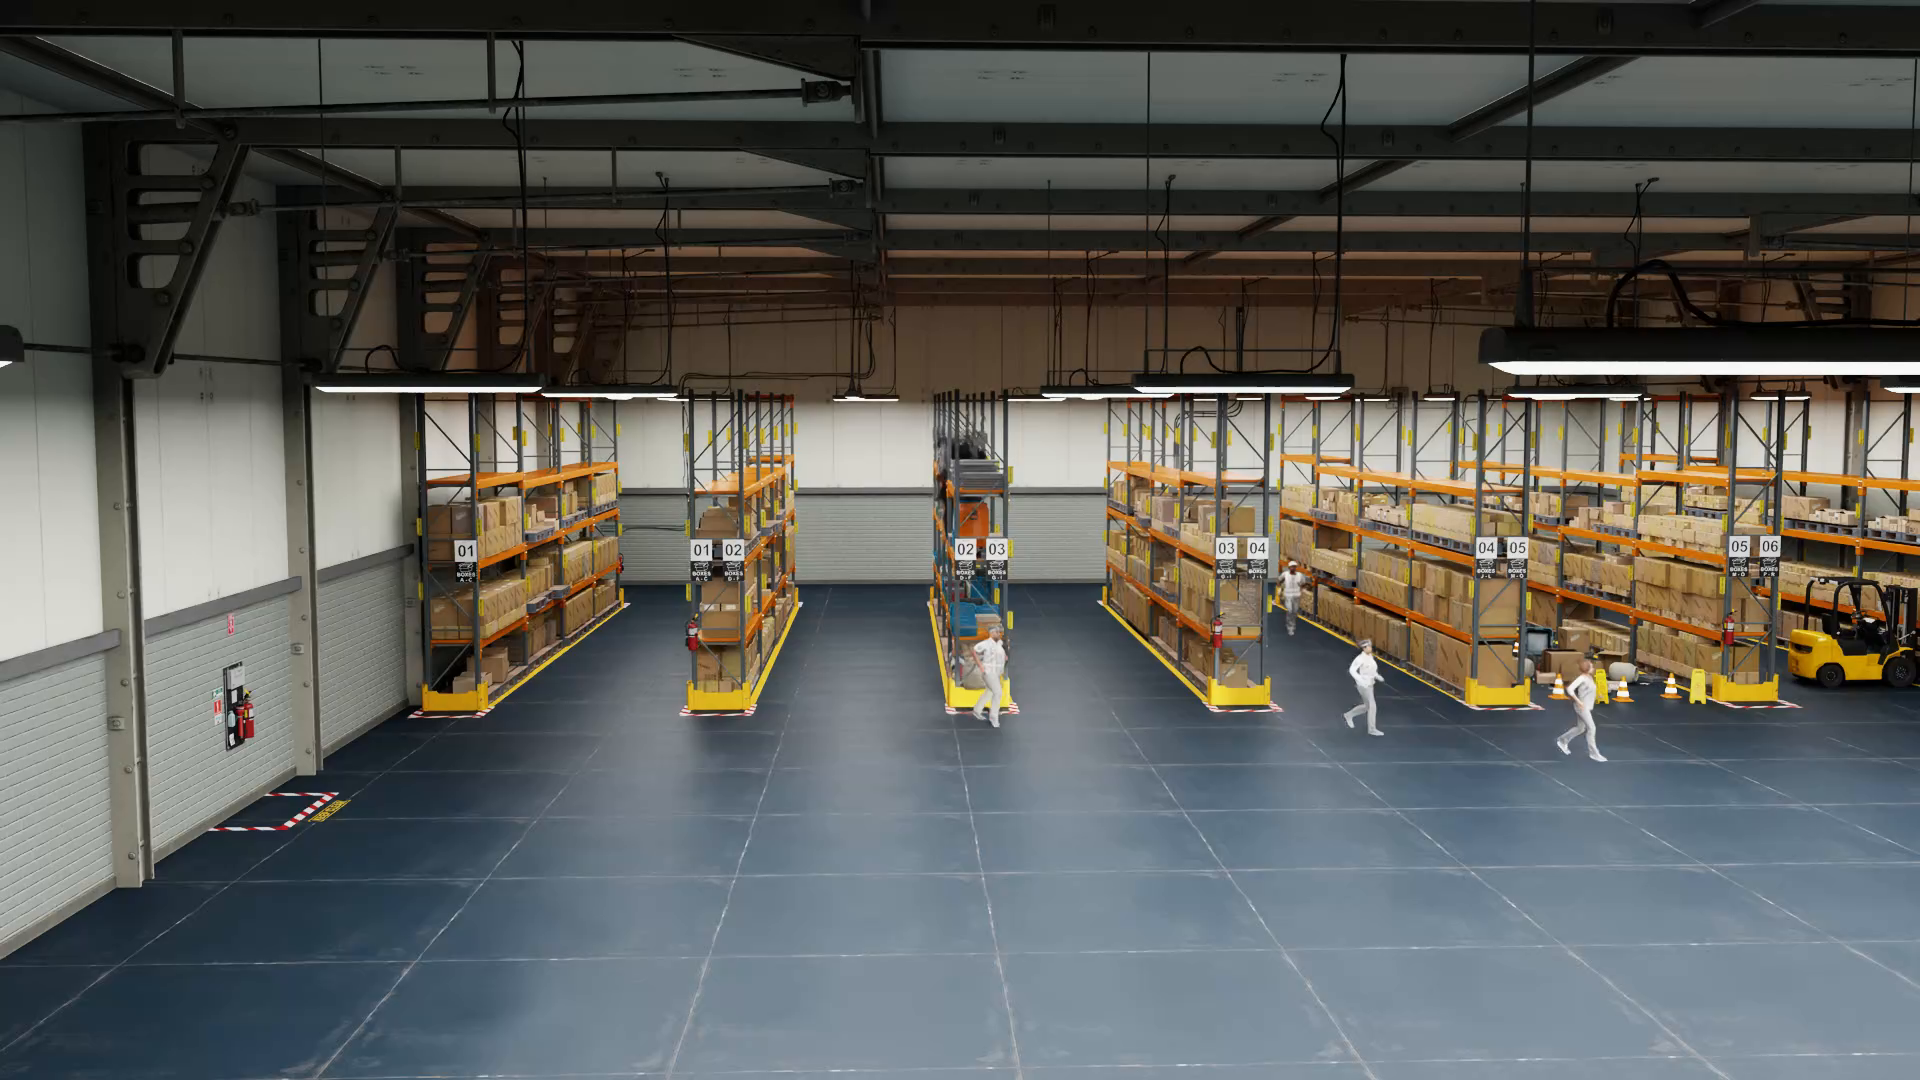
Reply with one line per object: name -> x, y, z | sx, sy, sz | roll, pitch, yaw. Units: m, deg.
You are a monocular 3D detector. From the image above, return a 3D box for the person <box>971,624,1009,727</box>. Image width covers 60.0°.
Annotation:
person -> 0.551, 2.420, 29.884 | 0.728, 1.859, 0.662 | 3, 5, 31

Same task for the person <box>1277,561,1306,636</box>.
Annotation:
person -> 8.288, 1.434, 41.487 | 0.672, 1.826, 0.857 | 0, 5, -4

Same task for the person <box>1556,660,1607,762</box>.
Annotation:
person -> 10.023, 2.740, 26.767 | 0.817, 1.573, 0.547 | 3, 6, 34

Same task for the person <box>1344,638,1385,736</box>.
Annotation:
person -> 7.003, 2.528, 28.841 | 0.771, 1.682, 0.637 | 4, 6, 37
